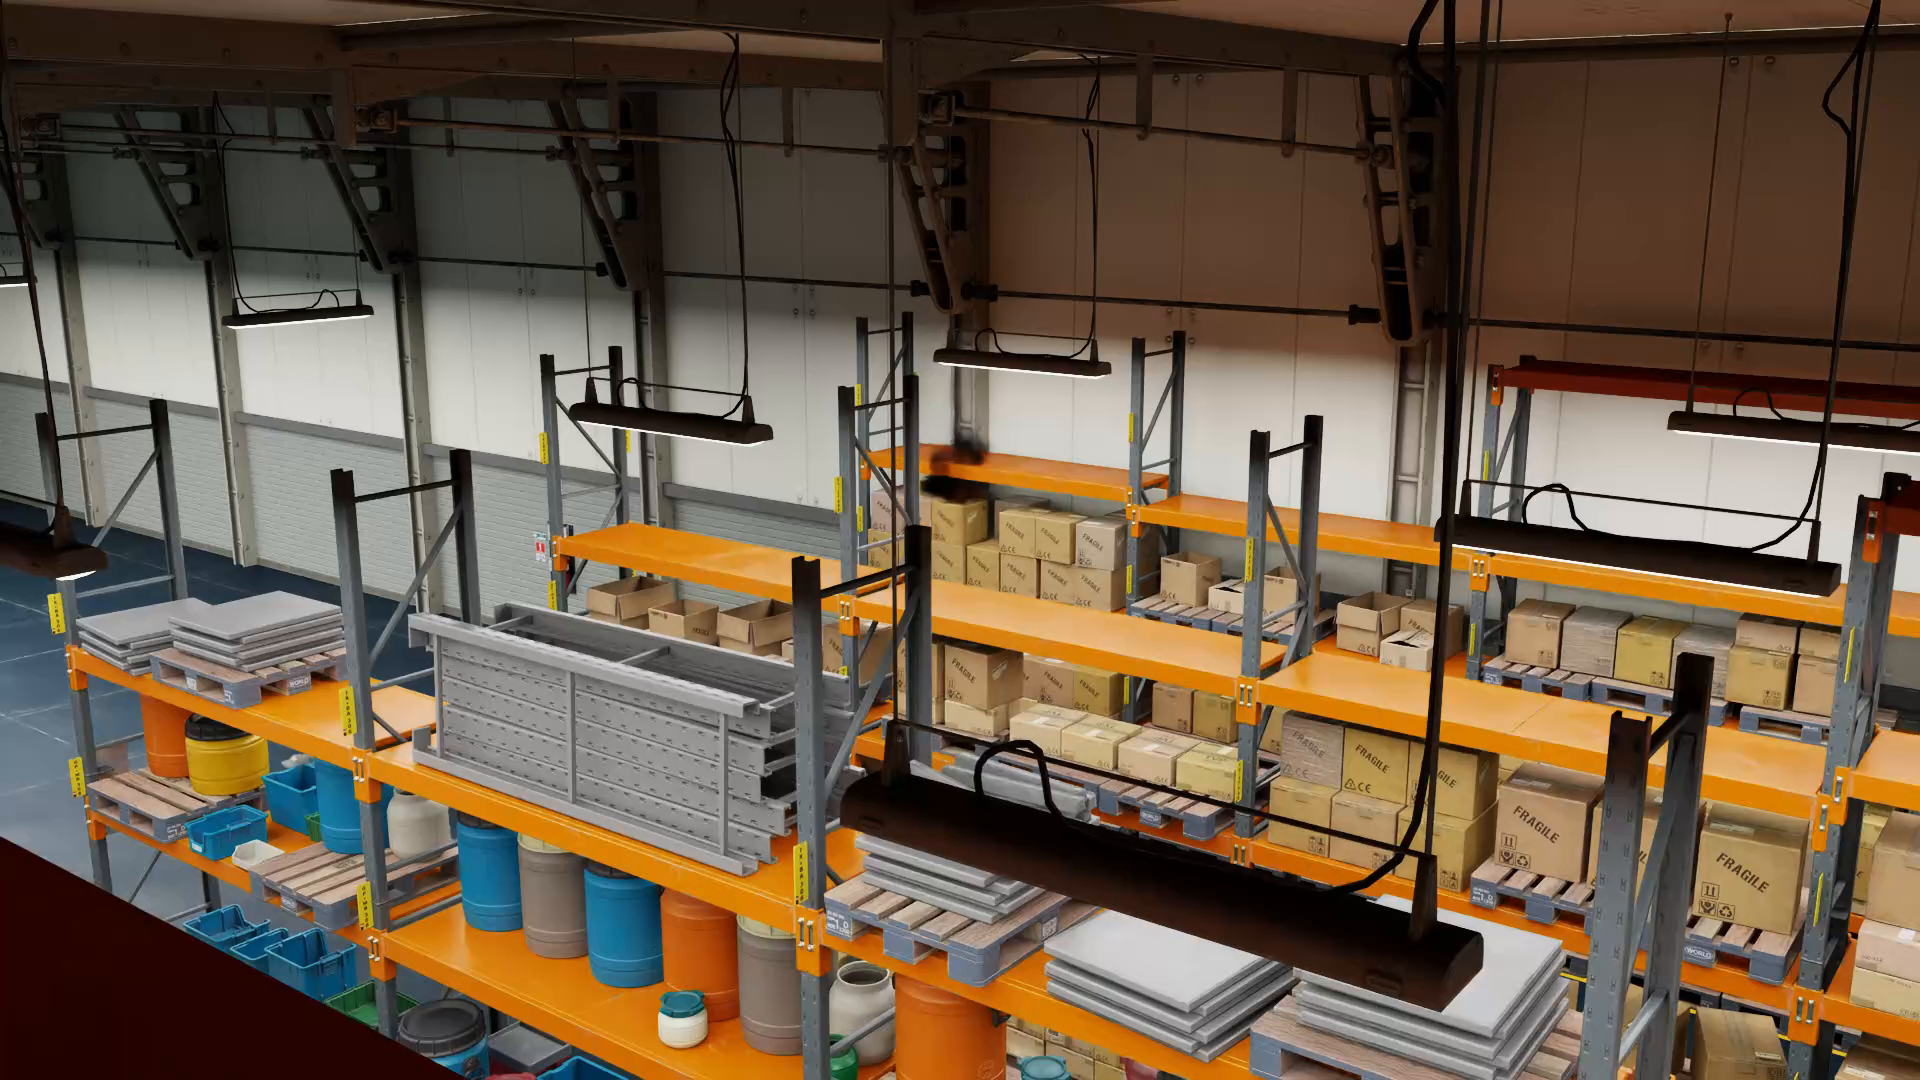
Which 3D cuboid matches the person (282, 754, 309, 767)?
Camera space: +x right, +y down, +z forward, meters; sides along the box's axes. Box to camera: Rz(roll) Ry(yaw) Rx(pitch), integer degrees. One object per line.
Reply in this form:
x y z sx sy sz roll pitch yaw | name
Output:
-7.175 3.128 18.247 0.617 1.617 0.645 -7 15 -26 | person
